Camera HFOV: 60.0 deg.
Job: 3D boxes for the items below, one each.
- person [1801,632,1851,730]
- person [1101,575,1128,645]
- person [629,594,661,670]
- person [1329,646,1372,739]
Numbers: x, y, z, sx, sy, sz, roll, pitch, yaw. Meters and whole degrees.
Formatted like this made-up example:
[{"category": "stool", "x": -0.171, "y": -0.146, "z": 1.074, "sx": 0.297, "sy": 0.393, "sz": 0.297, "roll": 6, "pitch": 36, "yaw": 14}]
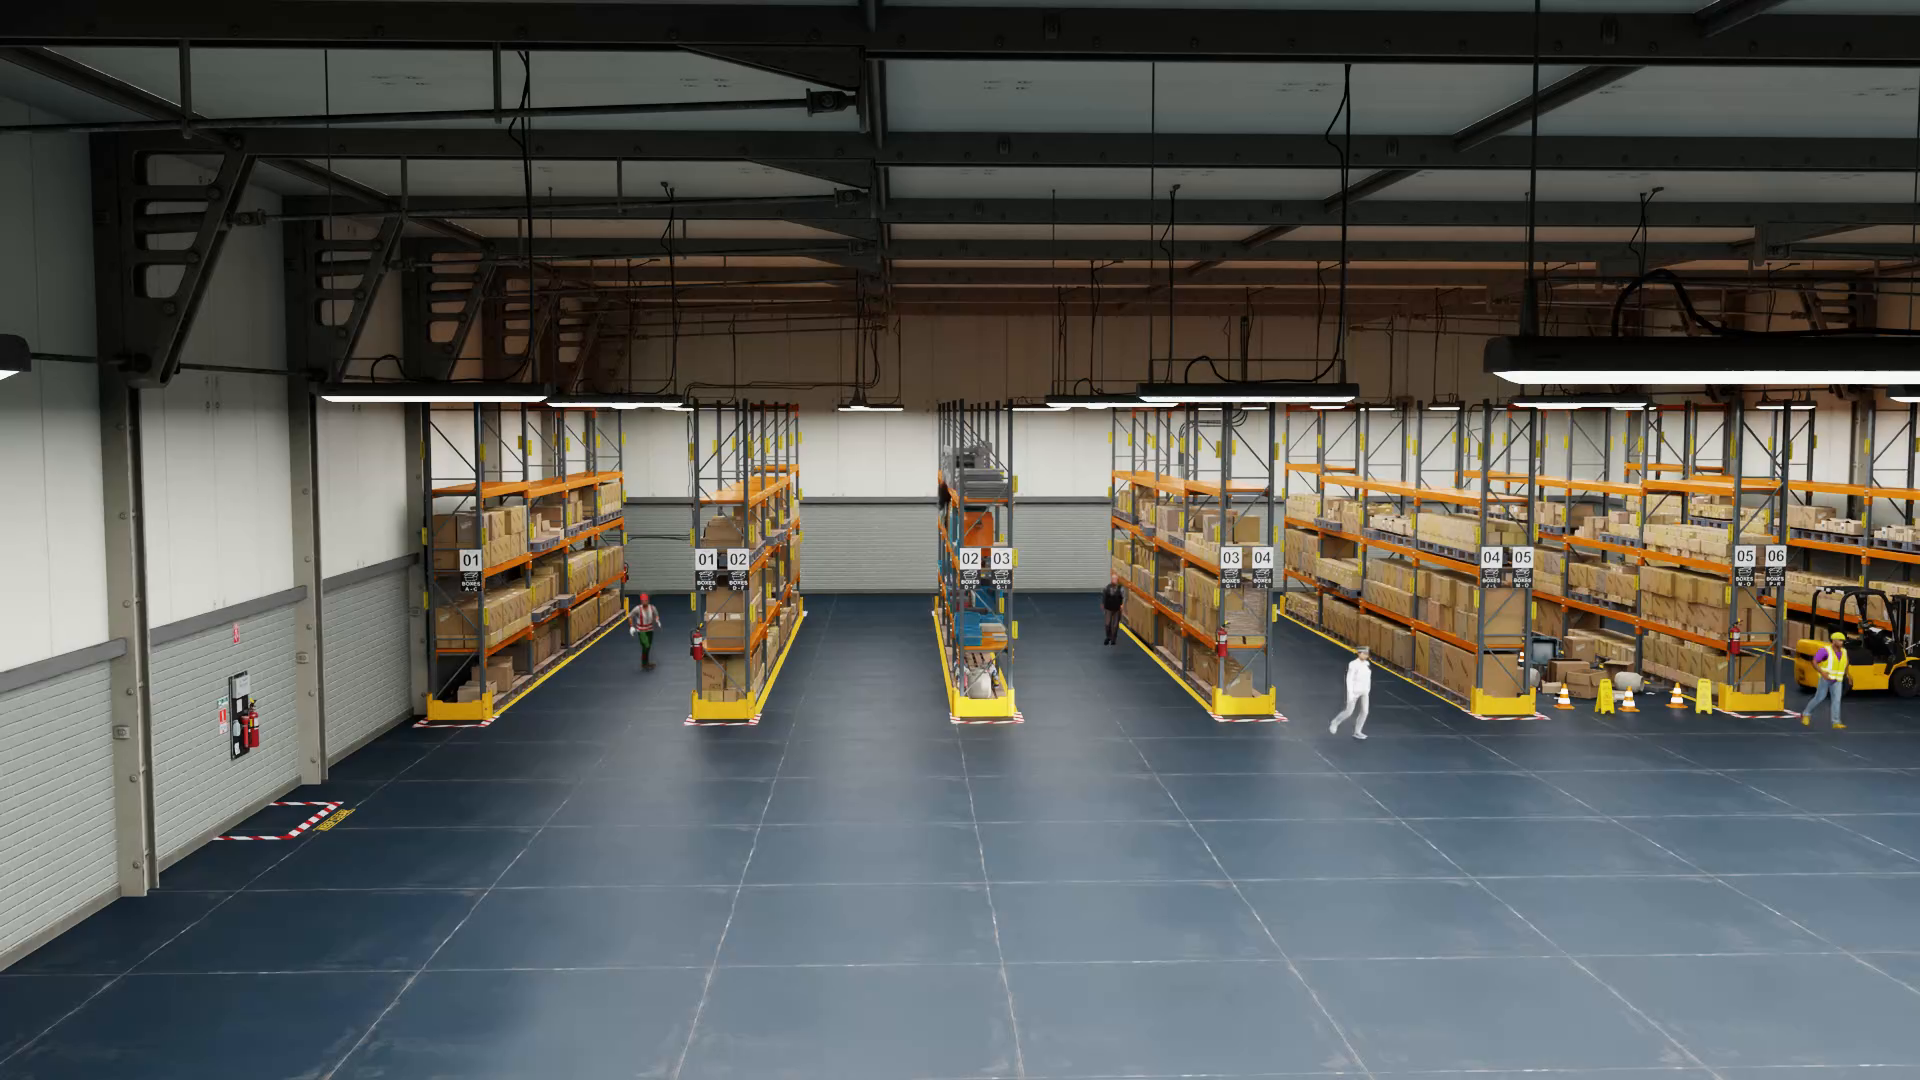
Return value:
[{"category": "person", "x": 15.774, "y": 2.532, "z": 30.042, "sx": 0.741, "sy": 1.742, "sz": 0.992, "roll": 0, "pitch": 4, "yaw": -6}, {"category": "person", "x": 3.600, "y": 1.644, "z": 38.927, "sx": 0.666, "sy": 1.689, "sz": 0.774, "roll": 1, "pitch": 4, "yaw": 10}, {"category": "person", "x": -7.029, "y": 2.056, "z": 37.356, "sx": 0.809, "sy": 1.735, "sz": 0.661, "roll": 4, "pitch": 6, "yaw": 41}, {"category": "person", "x": 6.904, "y": 2.668, "z": 29.355, "sx": 0.659, "sy": 1.651, "sz": 0.578, "roll": -2, "pitch": 5, "yaw": -26}]
